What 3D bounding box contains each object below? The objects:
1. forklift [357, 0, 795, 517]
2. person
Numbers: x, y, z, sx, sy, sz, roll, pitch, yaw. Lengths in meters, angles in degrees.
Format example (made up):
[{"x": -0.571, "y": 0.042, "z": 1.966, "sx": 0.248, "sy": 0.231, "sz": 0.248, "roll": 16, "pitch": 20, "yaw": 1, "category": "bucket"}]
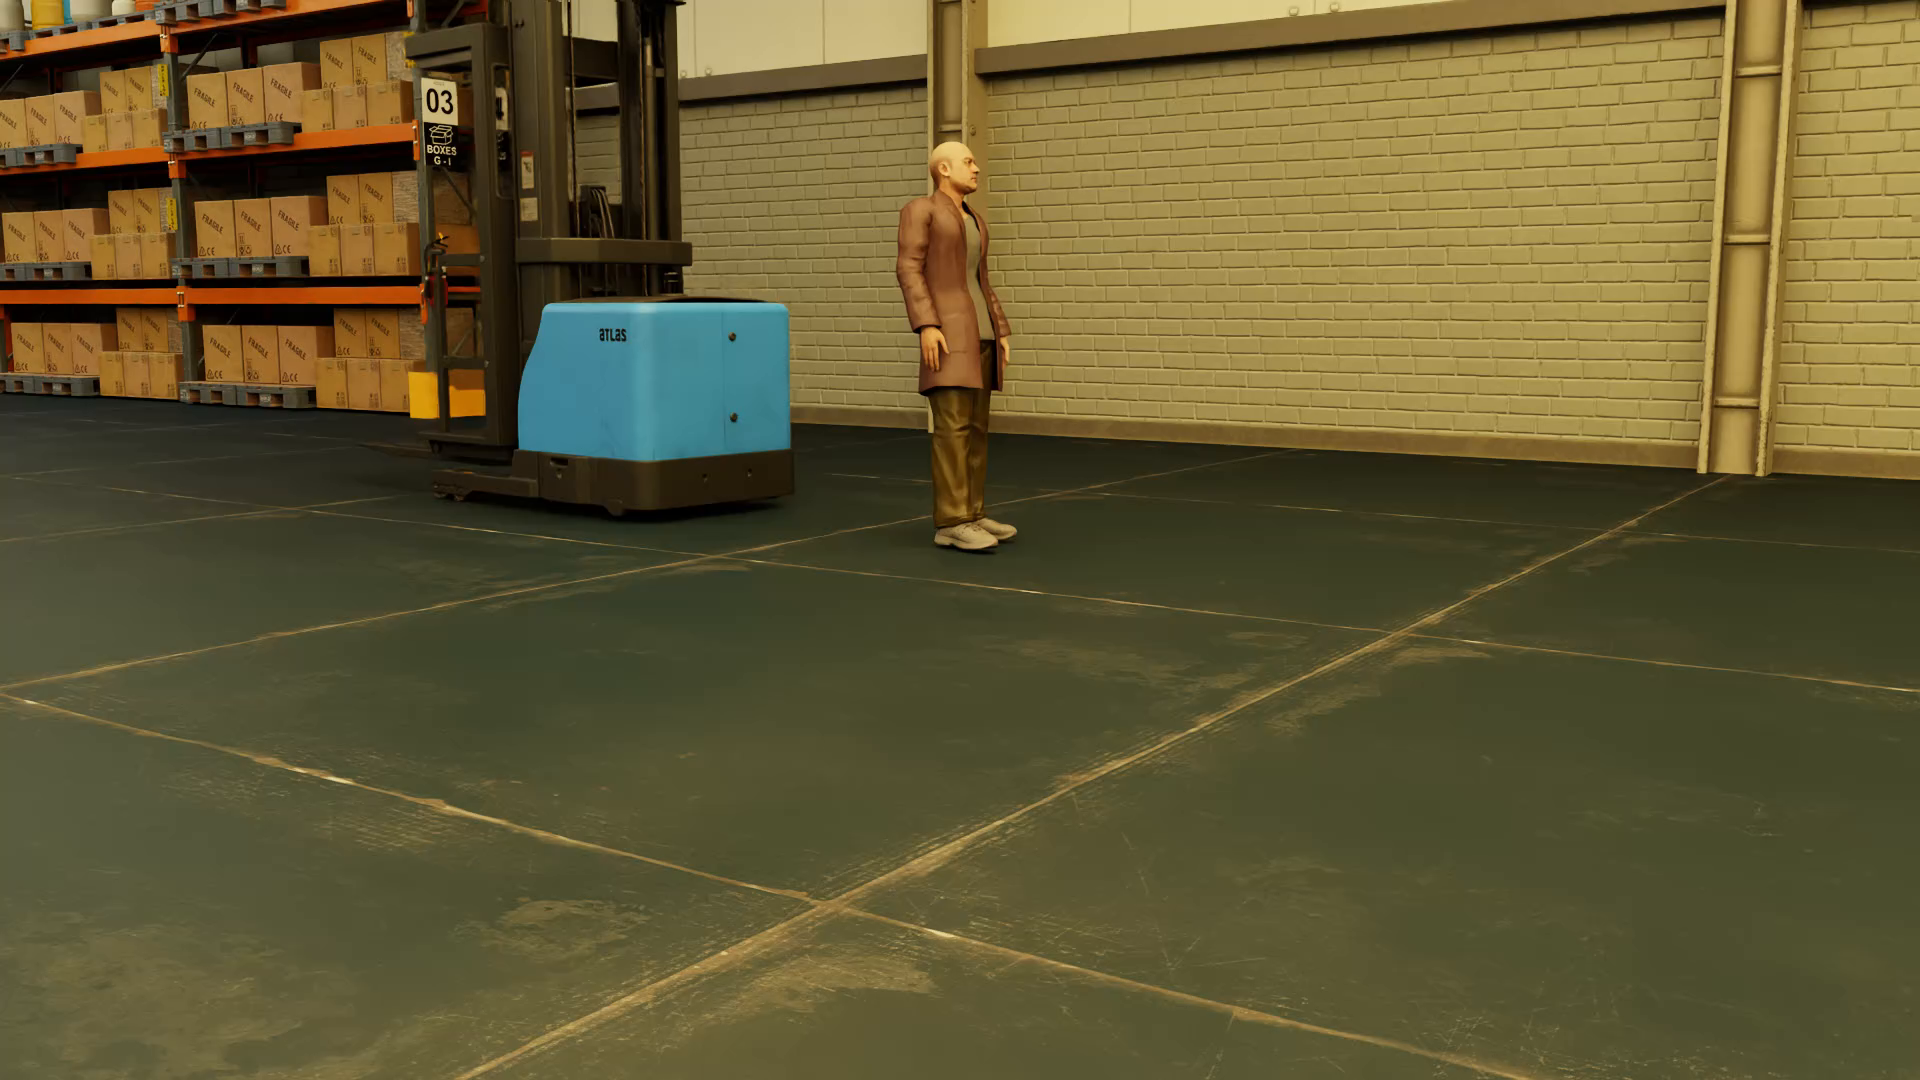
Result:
[{"x": -2.320, "y": -1.713, "z": 9.237, "sx": 3.031, "sy": 2.935, "sz": 1.130, "roll": 7, "pitch": 11, "yaw": 41, "category": "forklift"}, {"x": 0.074, "y": -0.879, "z": 7.423, "sx": 0.579, "sy": 1.778, "sz": 0.696, "roll": 5, "pitch": 10, "yaw": 34, "category": "person"}]
